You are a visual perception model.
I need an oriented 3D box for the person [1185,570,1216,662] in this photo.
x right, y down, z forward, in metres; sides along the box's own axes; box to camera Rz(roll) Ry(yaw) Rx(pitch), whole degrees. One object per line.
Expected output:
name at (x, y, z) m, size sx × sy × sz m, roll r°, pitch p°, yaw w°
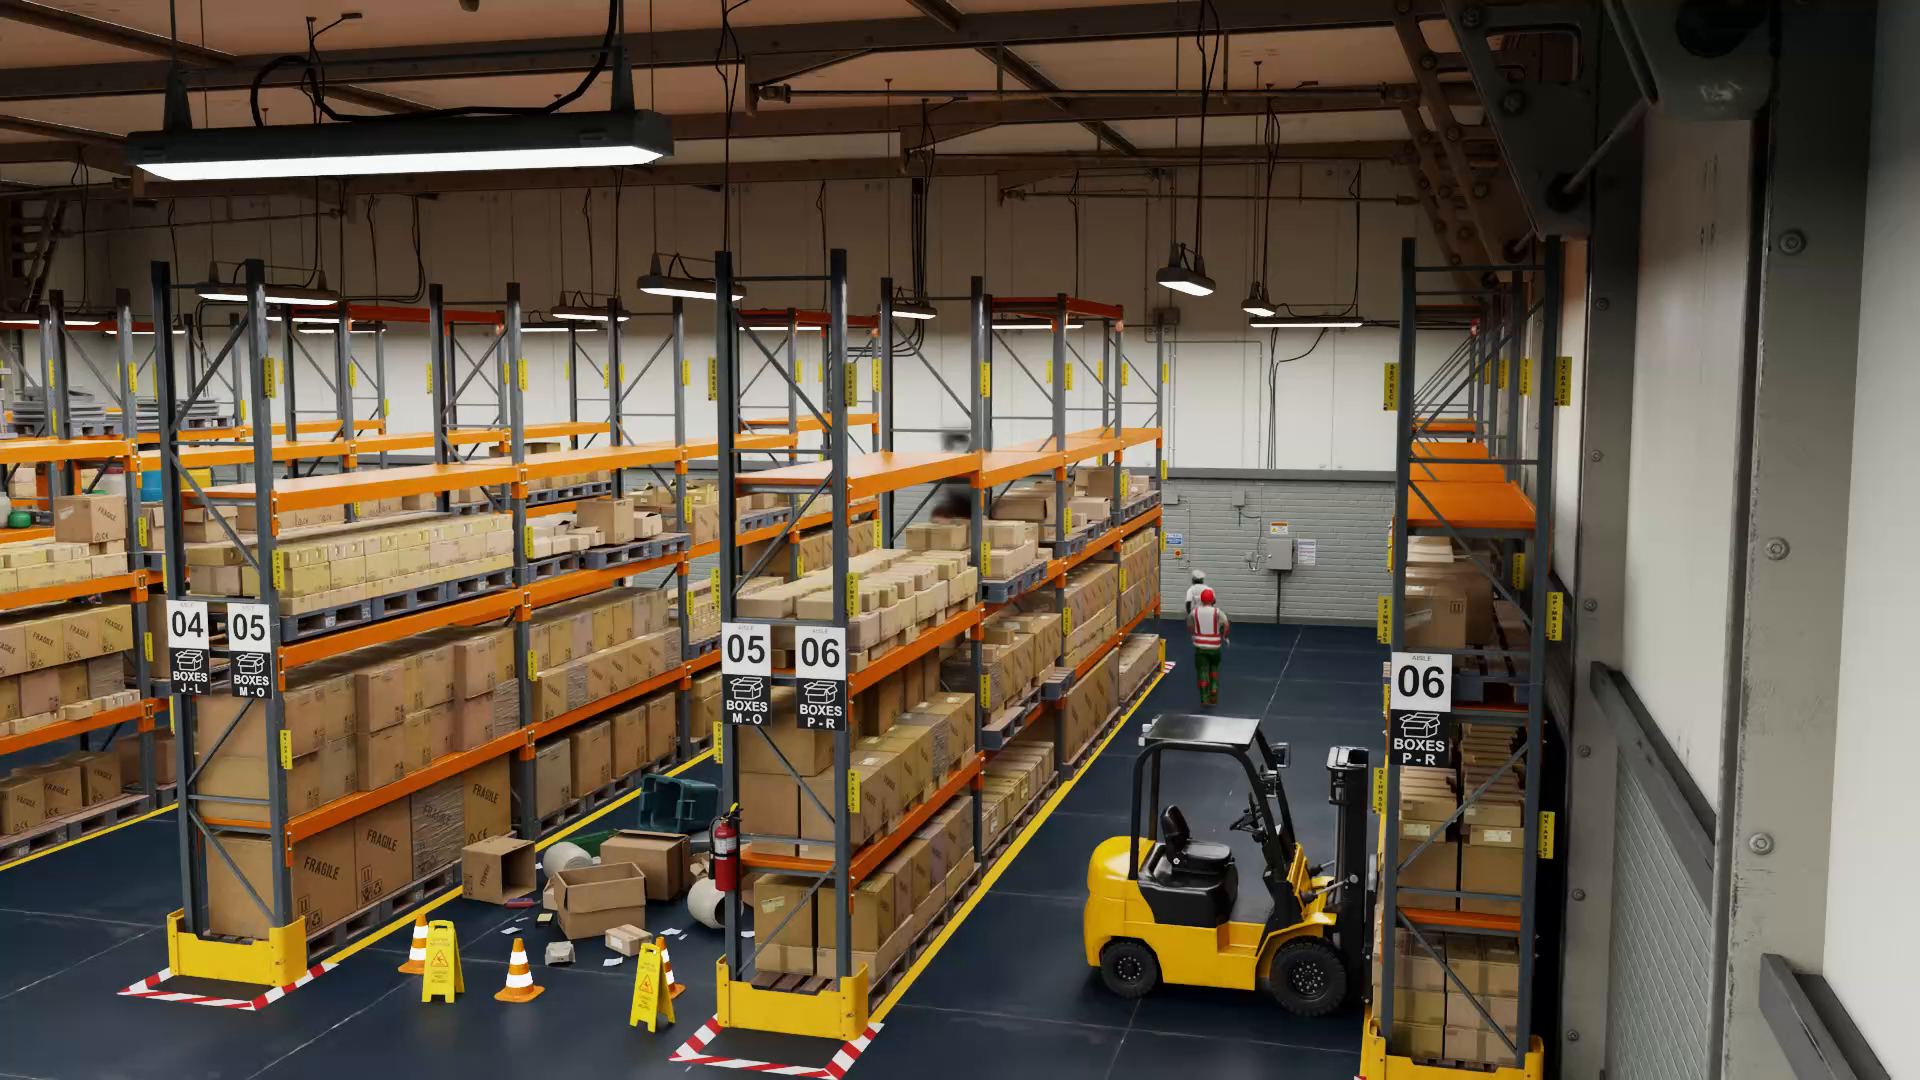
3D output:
person at (4.119, 1.329, 28.764) m, size 0.598 × 1.652 × 0.506 m, roll -1°, pitch 6°, yaw -10°

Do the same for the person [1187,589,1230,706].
person at (3.753, 1.615, 25.177) m, size 0.641 × 1.775 × 0.690 m, roll 1°, pitch 6°, yaw 6°

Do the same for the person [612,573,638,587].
person at (-6.538, 0.901, 32.069) m, size 0.897 × 1.748 × 0.668 m, roll 3°, pitch 7°, yaw 25°
